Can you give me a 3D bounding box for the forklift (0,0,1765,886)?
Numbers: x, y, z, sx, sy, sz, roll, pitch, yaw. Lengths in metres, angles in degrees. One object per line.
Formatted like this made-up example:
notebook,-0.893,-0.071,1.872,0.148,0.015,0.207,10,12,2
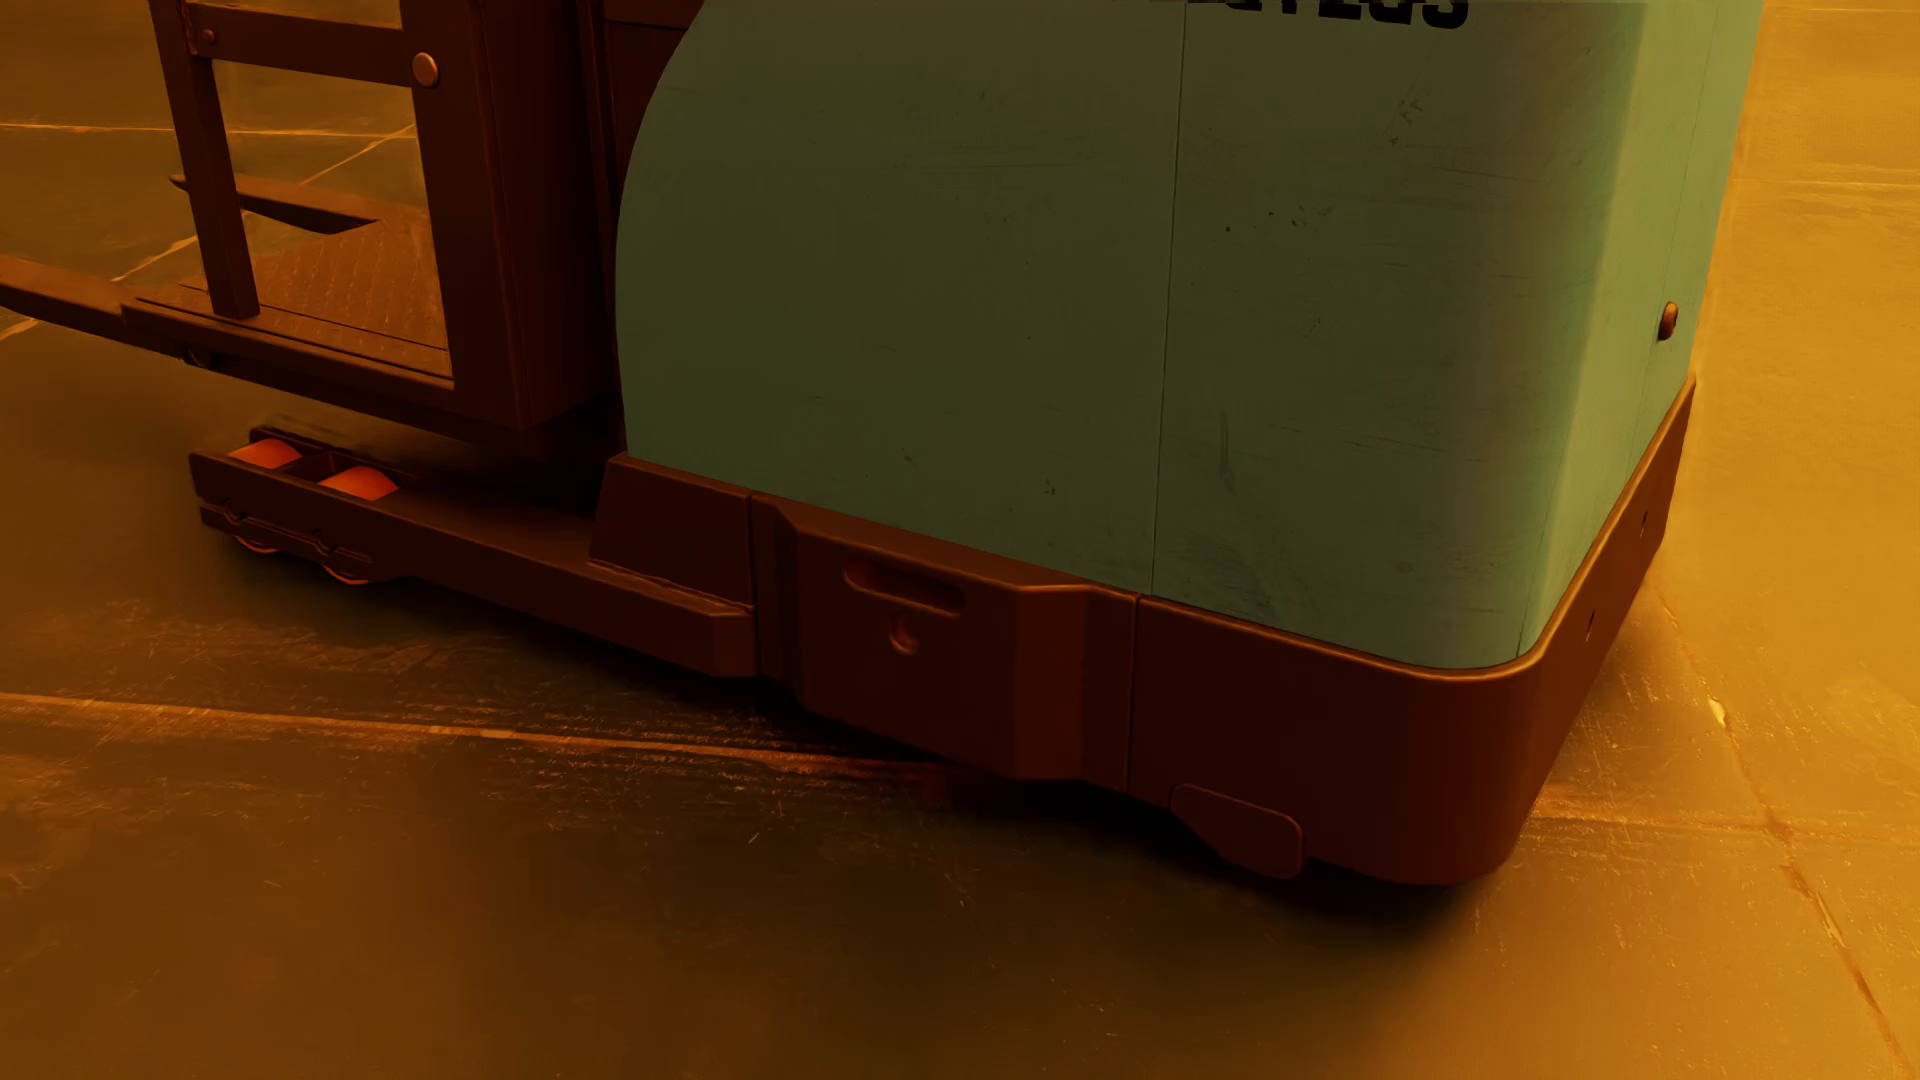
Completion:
forklift,-0.528,-1.433,2.089,3.031,2.935,1.130,15,30,27
